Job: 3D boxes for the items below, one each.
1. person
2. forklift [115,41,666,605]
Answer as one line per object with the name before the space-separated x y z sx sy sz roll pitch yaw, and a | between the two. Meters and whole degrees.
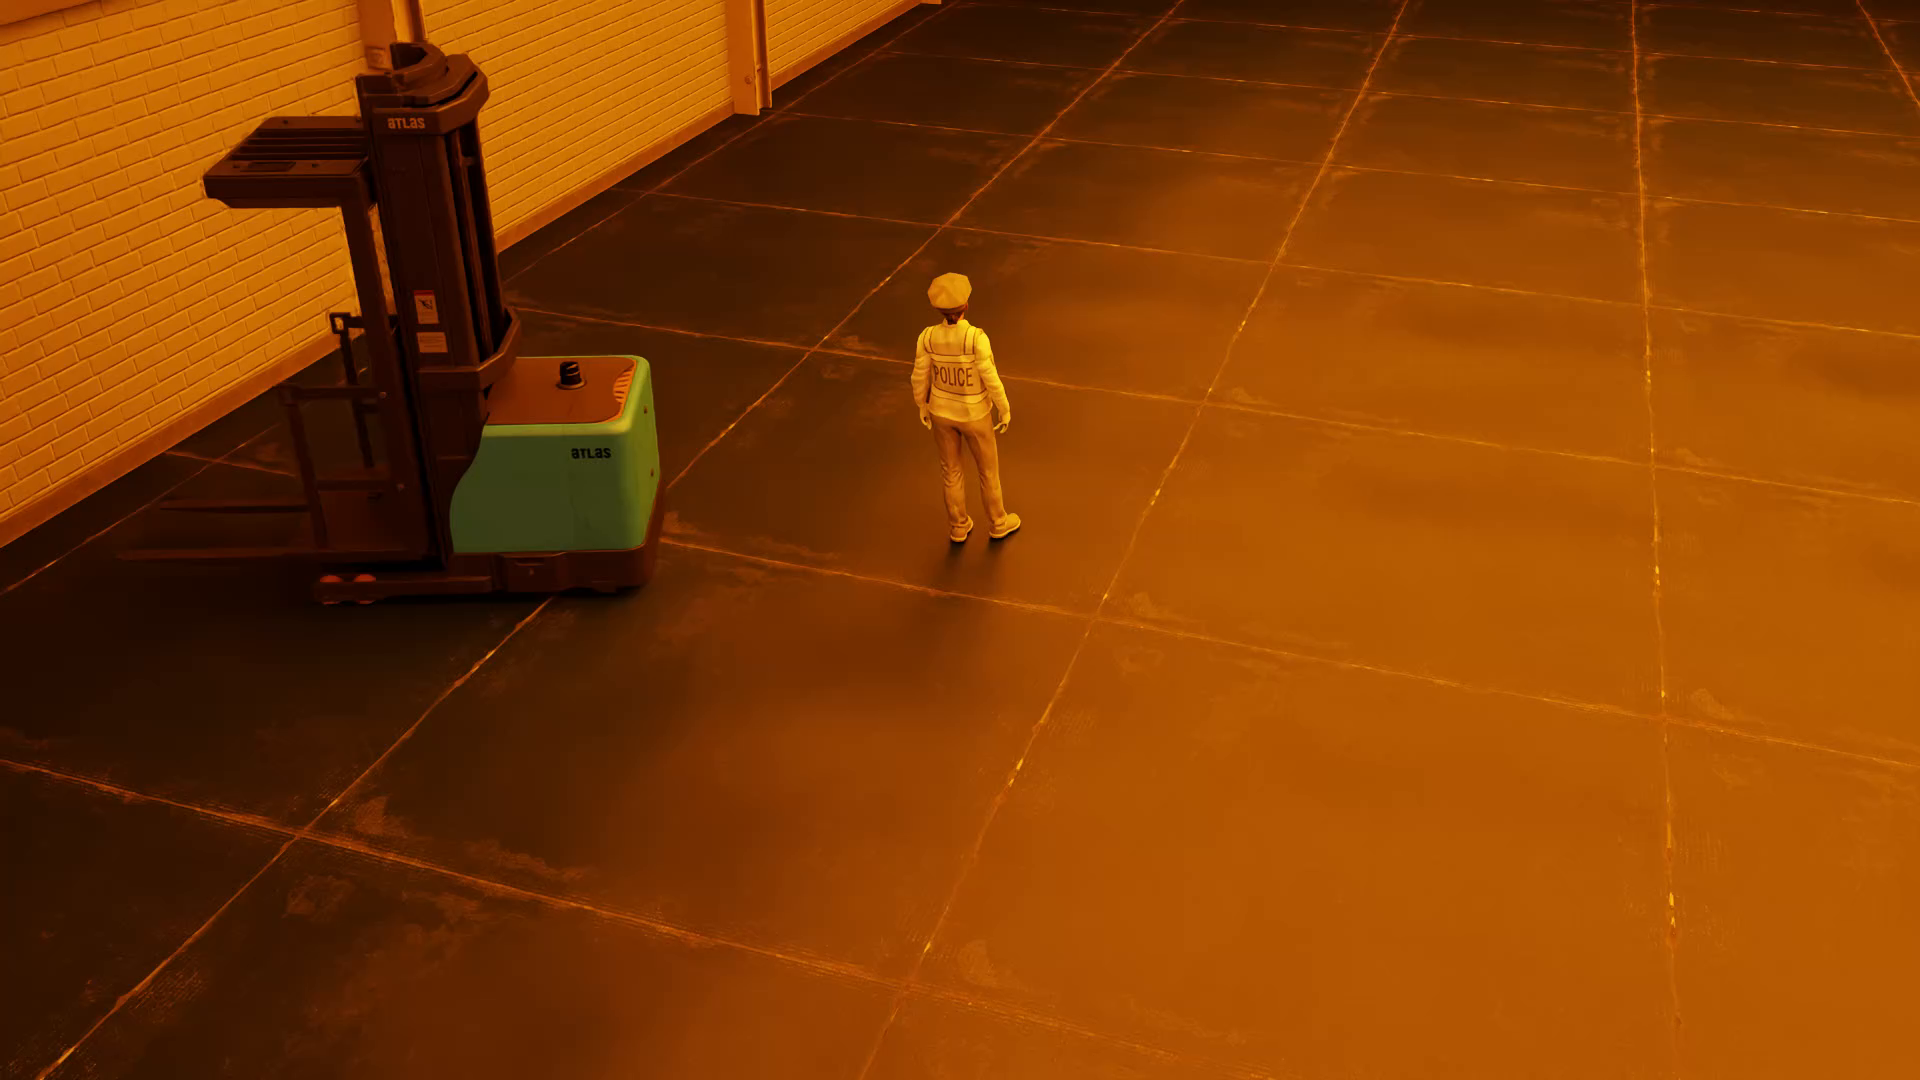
person | 0.029 -0.774 9.727 0.586 1.694 0.532 10 31 16
forklift | -3.317 -1.173 9.194 3.031 2.935 1.130 -1 30 -2
